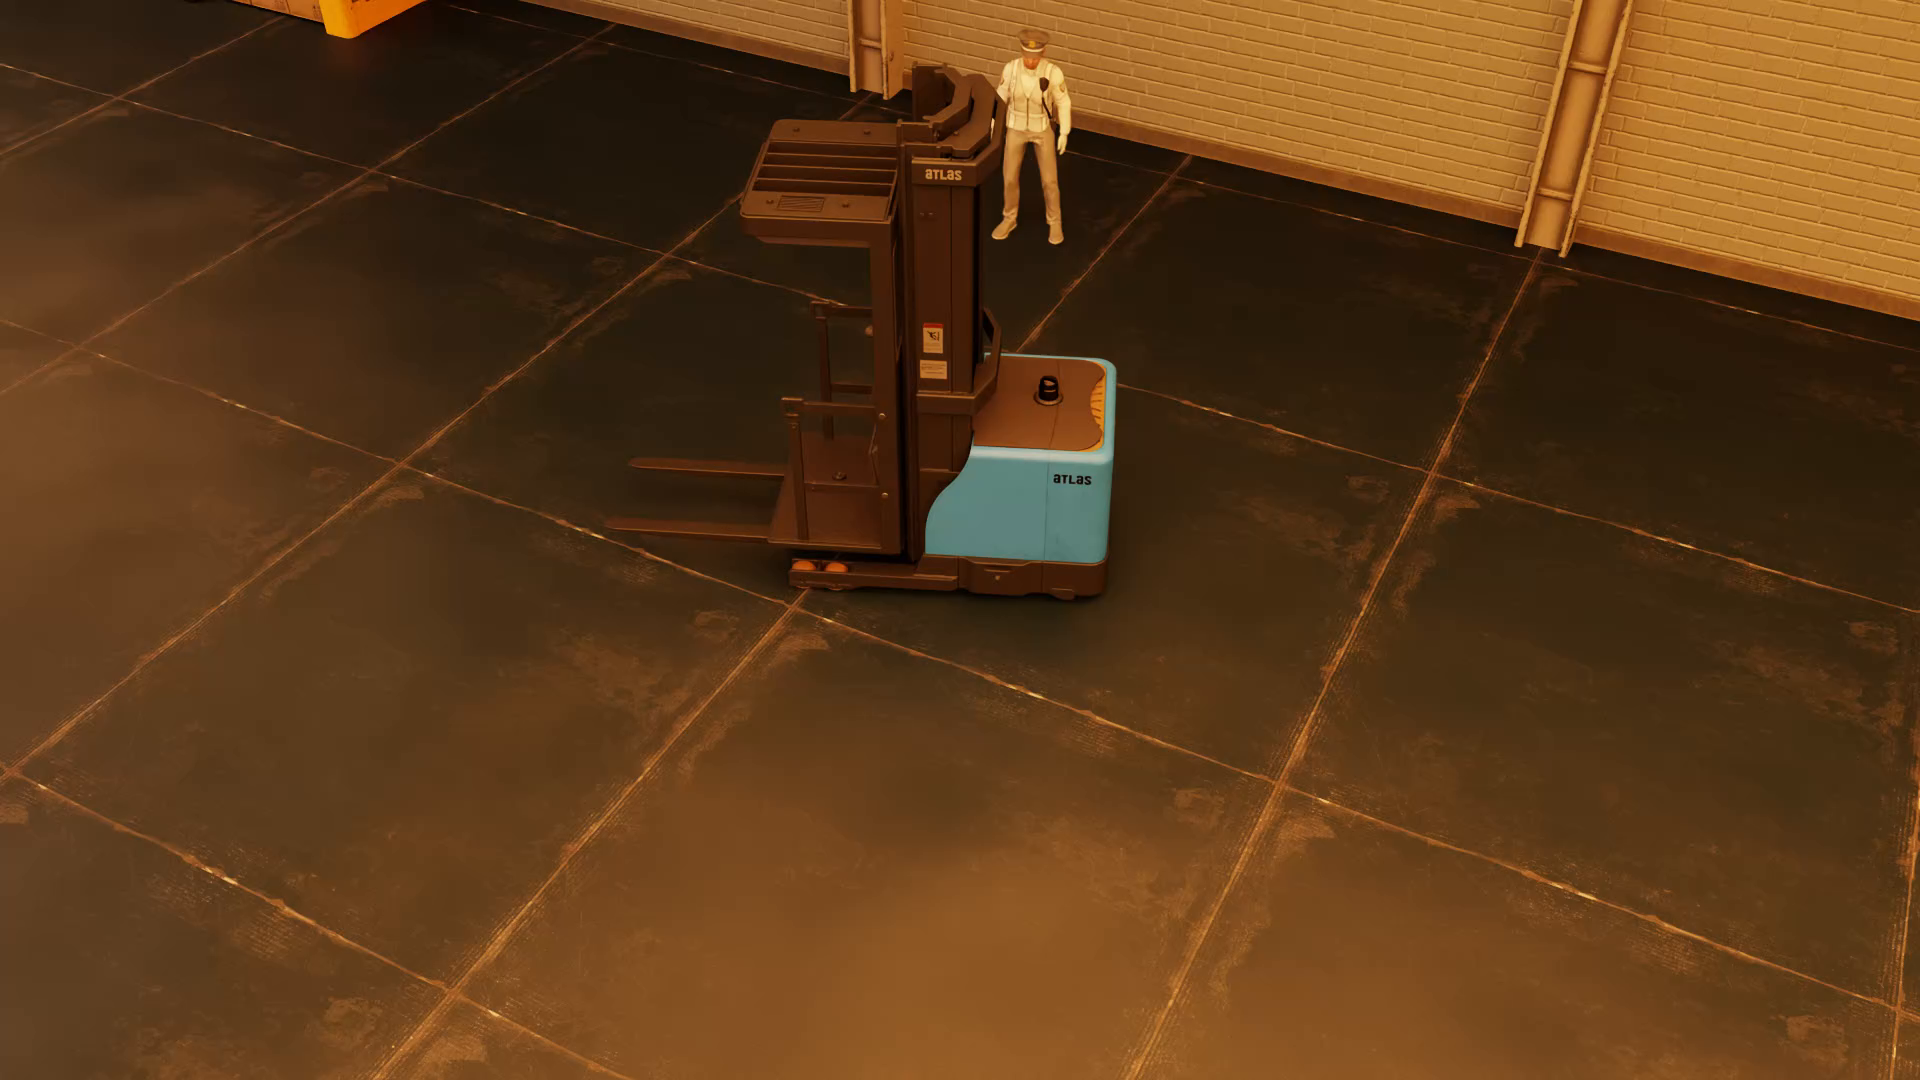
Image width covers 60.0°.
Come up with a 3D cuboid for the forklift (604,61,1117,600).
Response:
[{"bbox_3d":[-0.606,-1.157,9.360,3.031,2.935,1.130,3,40,4],"label":"forklift"}]

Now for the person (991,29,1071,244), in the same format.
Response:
[{"bbox_3d":[0.532,-3.082,12.634,0.610,1.667,0.397,8,41,9],"label":"person"}]
